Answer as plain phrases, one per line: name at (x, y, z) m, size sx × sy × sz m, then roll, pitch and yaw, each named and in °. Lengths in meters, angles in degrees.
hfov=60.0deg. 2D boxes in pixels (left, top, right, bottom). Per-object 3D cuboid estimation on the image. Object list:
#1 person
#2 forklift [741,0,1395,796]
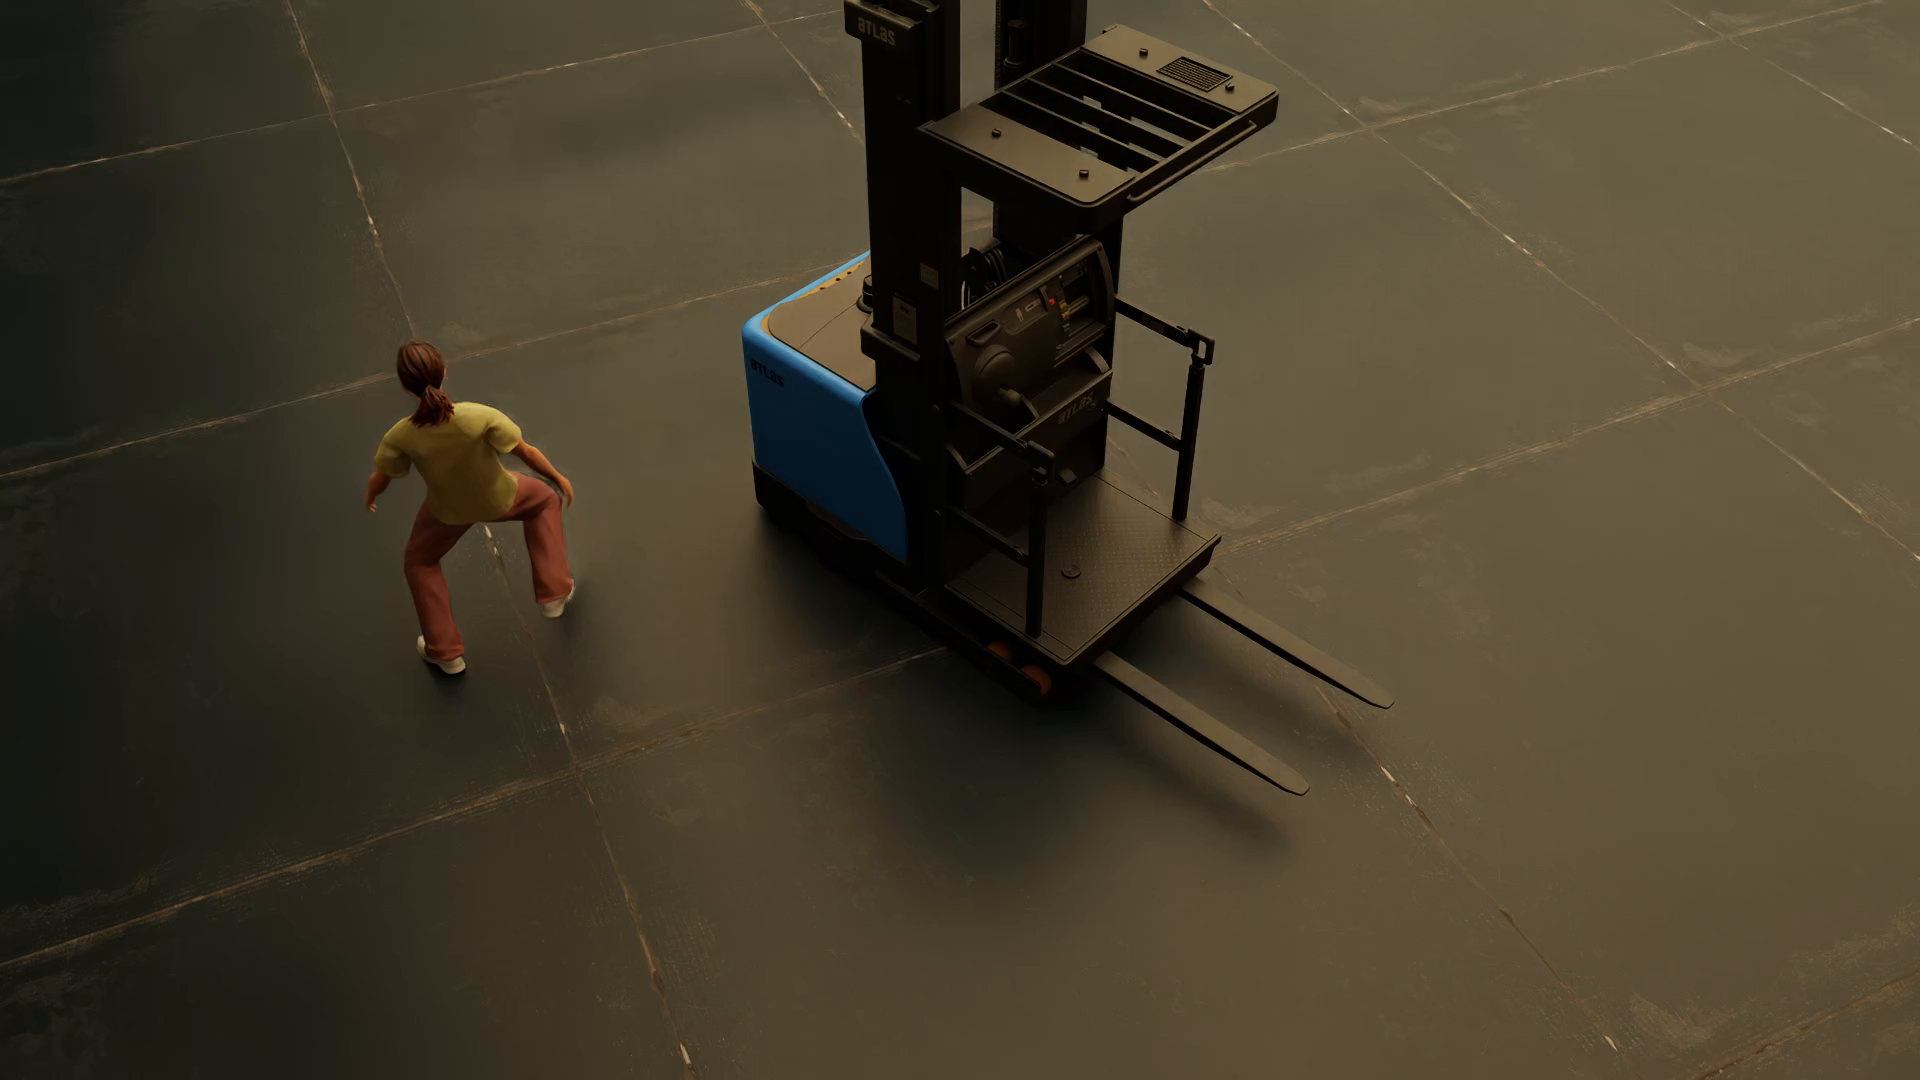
person at (-2.044, -0.192, 6.902) m, size 0.848 × 1.571 × 0.571 m, roll -8°, pitch 44°, yaw -9°
forklift at (0.445, -0.788, 6.525) m, size 3.031 × 2.935 × 1.130 m, roll 32°, pitch 52°, yaw 30°
